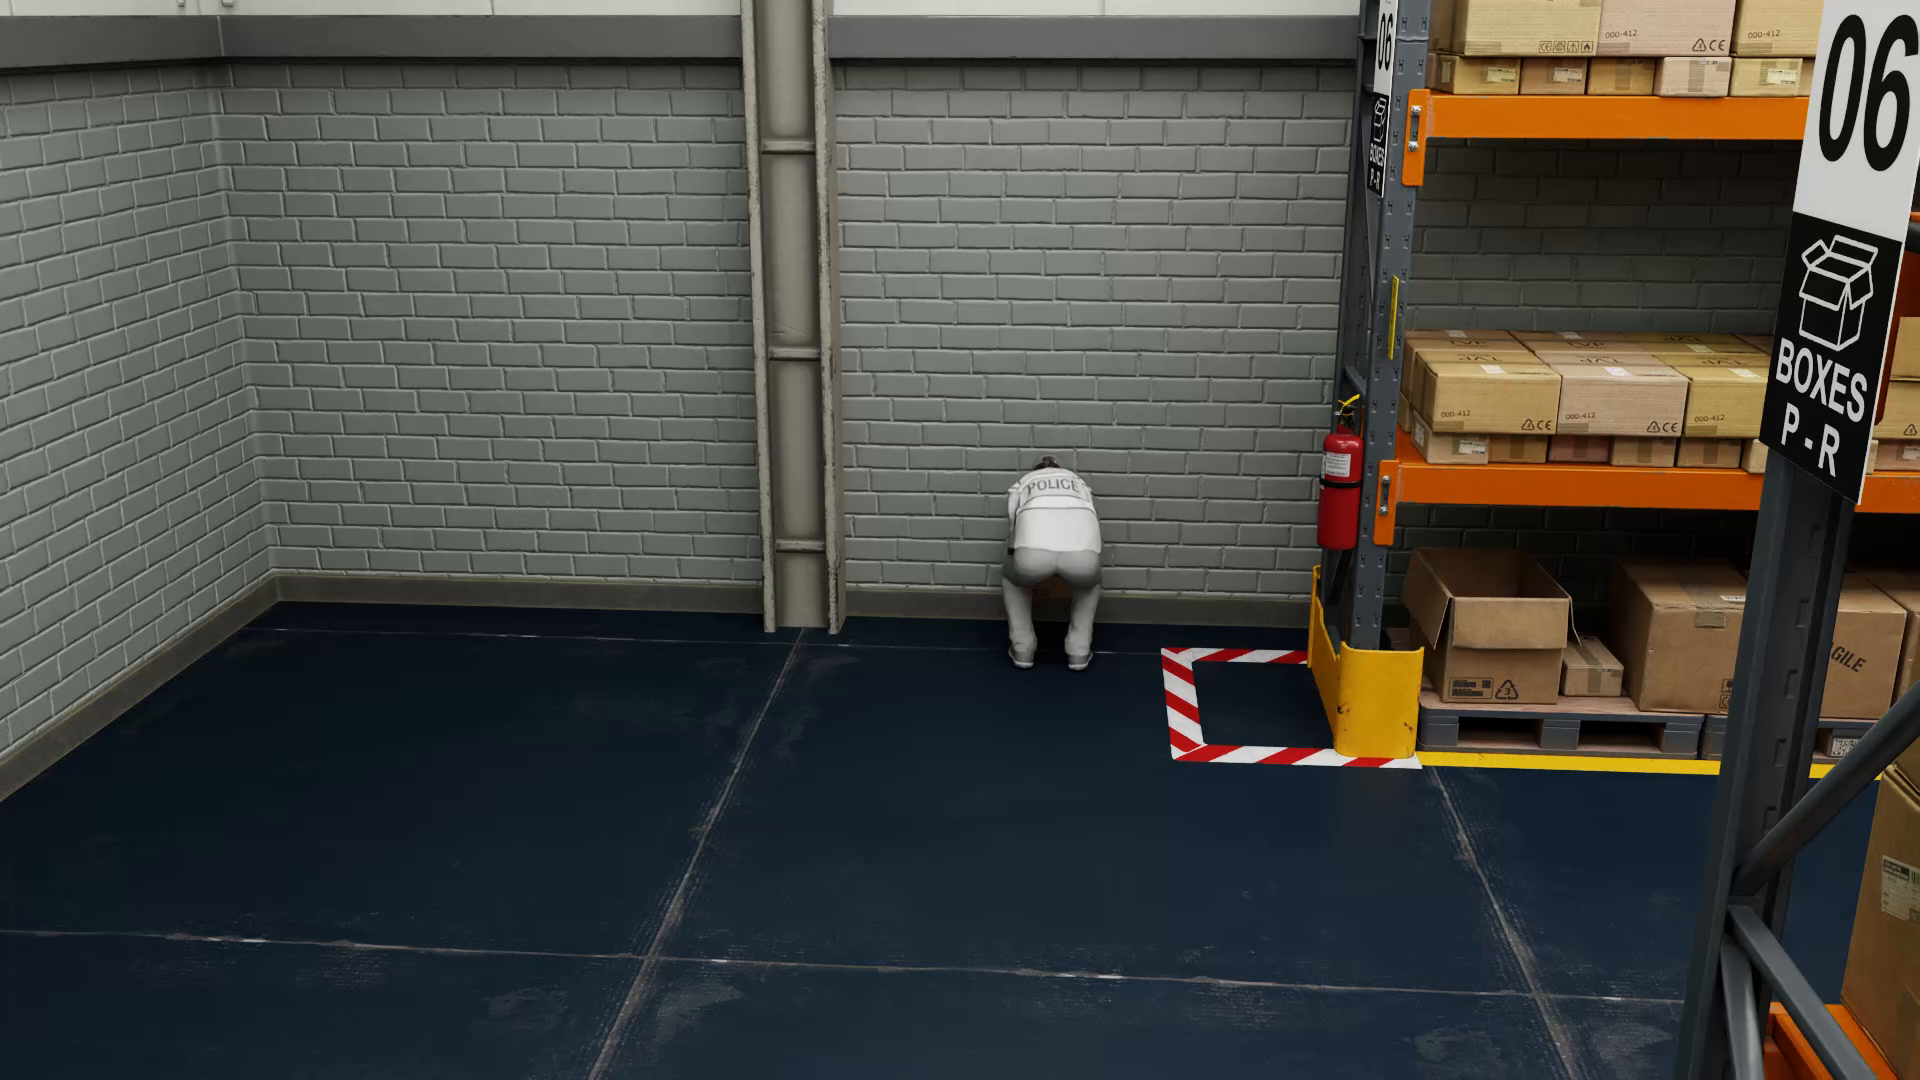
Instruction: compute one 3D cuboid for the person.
[{"bbox_3d":[0.461,0.117,8.367,0.521,0.950,0.929,1,18,2],"label":"person"}]
